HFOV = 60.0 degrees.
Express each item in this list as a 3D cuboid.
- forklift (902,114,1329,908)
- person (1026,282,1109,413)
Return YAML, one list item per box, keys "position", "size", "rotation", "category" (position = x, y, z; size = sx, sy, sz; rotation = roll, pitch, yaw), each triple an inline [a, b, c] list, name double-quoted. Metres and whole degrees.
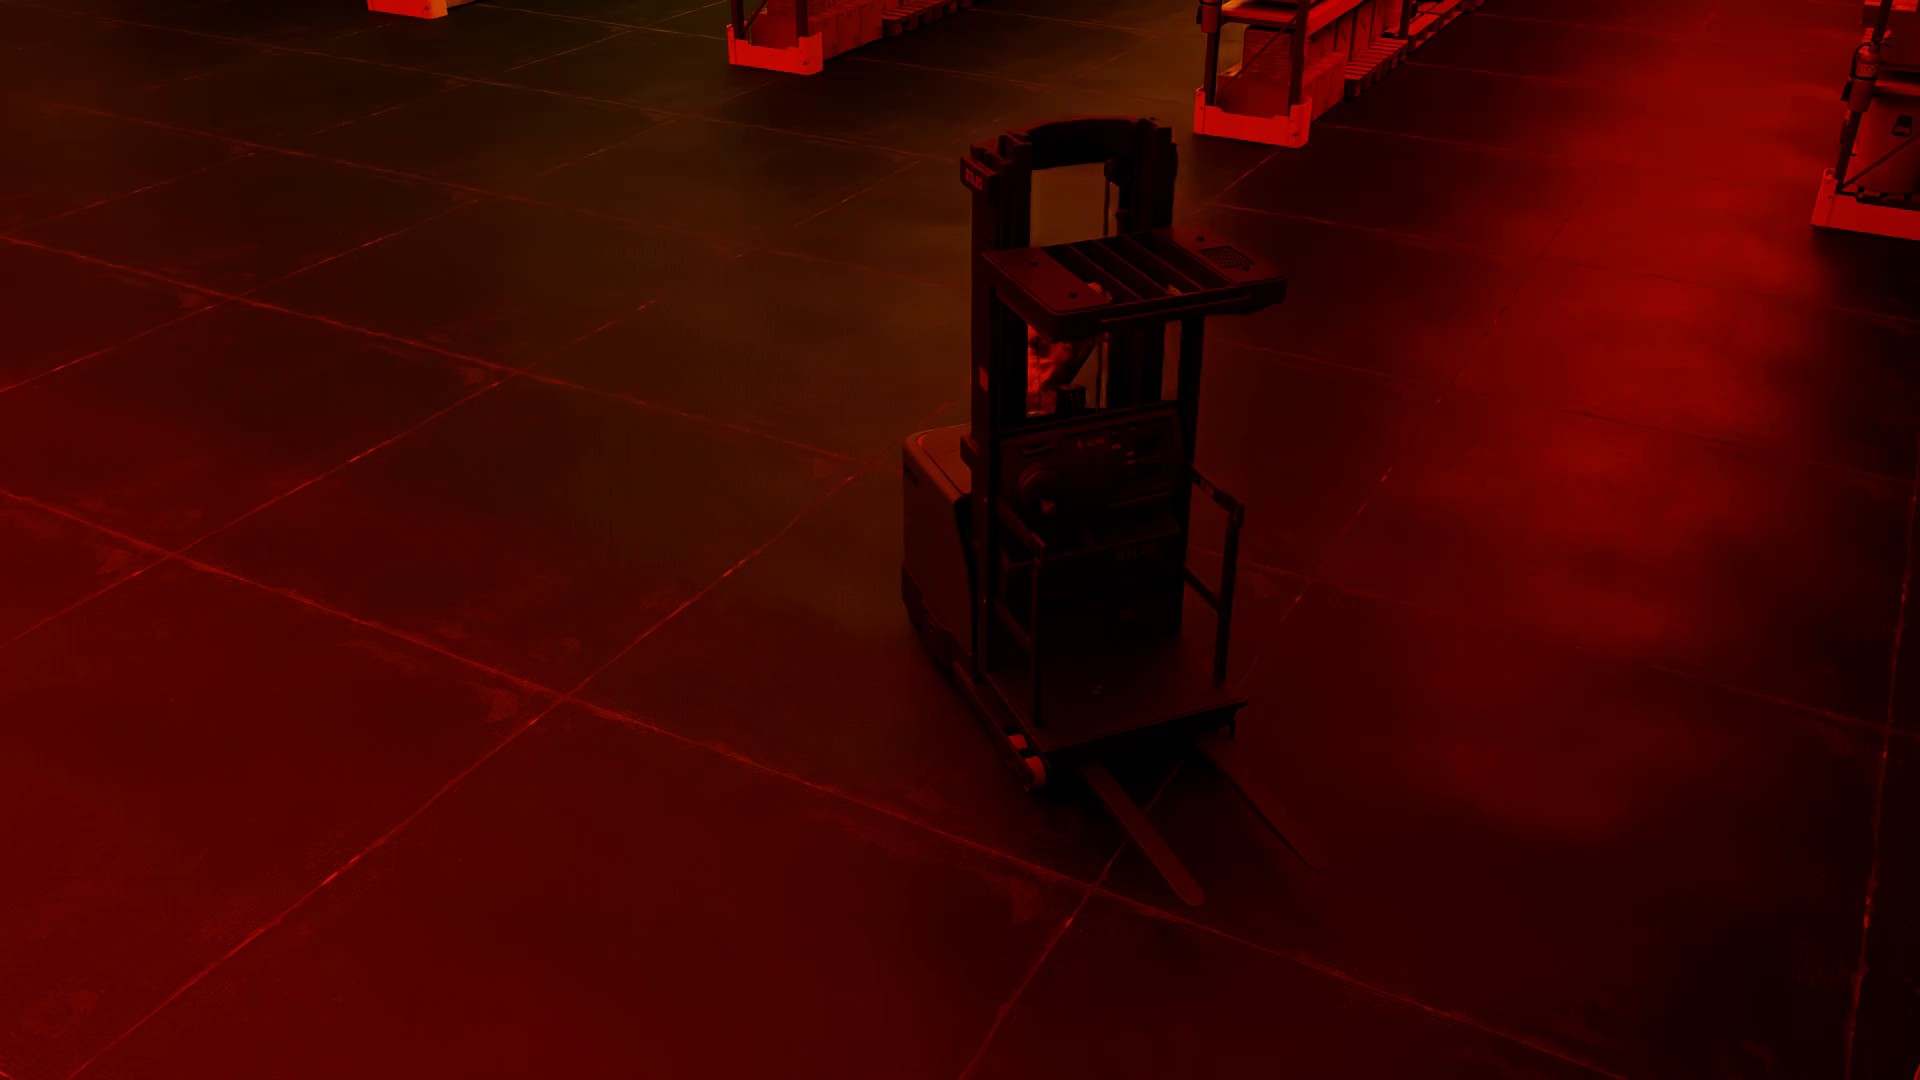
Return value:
- position: [0.704, -0.312, 7.612]
  size: [1.130, 2.935, 3.031]
  rotation: [-12, 32, -19]
  category: "forklift"
- position: [0.618, -0.817, 9.891]
  size: [1.003, 1.545, 0.943]
  rotation: [17, 34, 26]
  category: "person"
